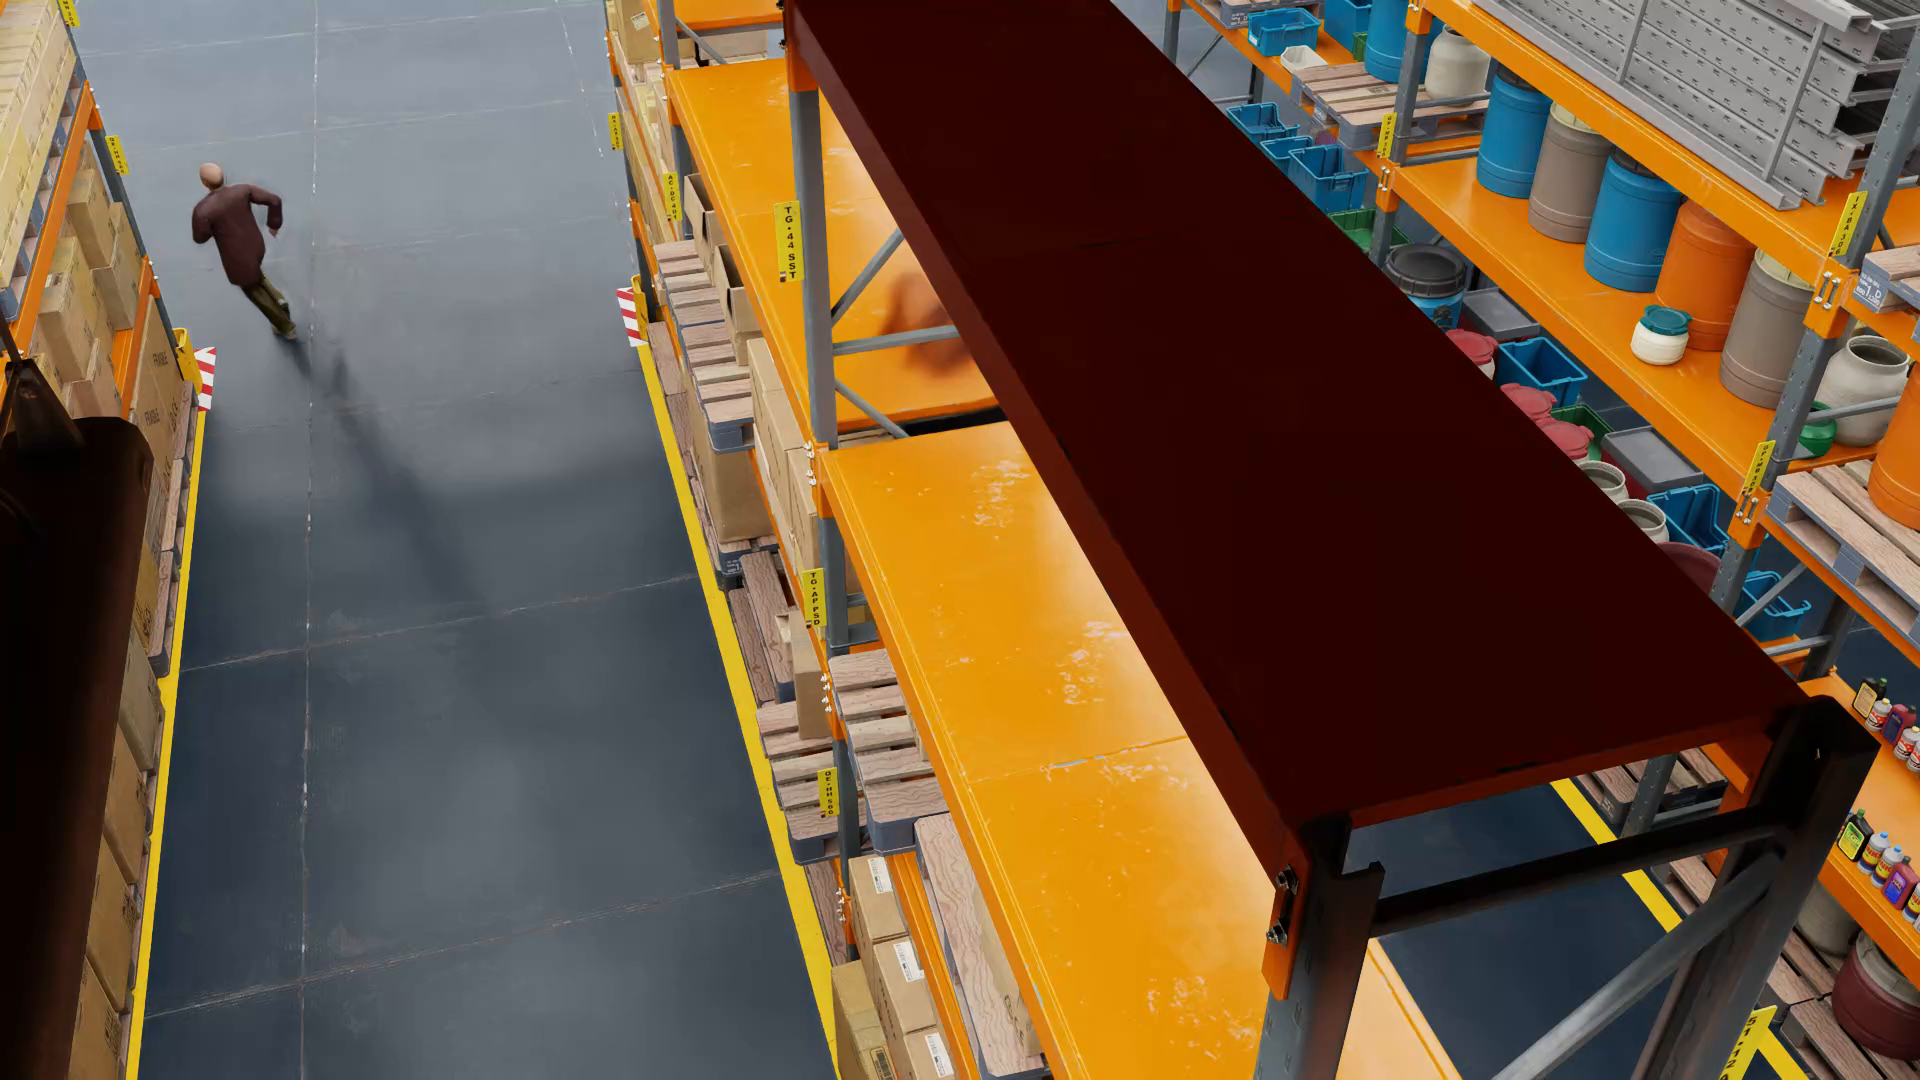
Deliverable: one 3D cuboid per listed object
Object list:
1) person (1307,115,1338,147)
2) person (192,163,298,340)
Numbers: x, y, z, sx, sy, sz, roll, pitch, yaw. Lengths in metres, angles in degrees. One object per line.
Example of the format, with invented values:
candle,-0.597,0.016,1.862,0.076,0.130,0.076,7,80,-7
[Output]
person,3.630,-3.796,16.403,0.563,1.580,0.564,-25,45,-28
person,-6.334,-2.556,14.648,0.641,1.723,0.721,20,43,23
